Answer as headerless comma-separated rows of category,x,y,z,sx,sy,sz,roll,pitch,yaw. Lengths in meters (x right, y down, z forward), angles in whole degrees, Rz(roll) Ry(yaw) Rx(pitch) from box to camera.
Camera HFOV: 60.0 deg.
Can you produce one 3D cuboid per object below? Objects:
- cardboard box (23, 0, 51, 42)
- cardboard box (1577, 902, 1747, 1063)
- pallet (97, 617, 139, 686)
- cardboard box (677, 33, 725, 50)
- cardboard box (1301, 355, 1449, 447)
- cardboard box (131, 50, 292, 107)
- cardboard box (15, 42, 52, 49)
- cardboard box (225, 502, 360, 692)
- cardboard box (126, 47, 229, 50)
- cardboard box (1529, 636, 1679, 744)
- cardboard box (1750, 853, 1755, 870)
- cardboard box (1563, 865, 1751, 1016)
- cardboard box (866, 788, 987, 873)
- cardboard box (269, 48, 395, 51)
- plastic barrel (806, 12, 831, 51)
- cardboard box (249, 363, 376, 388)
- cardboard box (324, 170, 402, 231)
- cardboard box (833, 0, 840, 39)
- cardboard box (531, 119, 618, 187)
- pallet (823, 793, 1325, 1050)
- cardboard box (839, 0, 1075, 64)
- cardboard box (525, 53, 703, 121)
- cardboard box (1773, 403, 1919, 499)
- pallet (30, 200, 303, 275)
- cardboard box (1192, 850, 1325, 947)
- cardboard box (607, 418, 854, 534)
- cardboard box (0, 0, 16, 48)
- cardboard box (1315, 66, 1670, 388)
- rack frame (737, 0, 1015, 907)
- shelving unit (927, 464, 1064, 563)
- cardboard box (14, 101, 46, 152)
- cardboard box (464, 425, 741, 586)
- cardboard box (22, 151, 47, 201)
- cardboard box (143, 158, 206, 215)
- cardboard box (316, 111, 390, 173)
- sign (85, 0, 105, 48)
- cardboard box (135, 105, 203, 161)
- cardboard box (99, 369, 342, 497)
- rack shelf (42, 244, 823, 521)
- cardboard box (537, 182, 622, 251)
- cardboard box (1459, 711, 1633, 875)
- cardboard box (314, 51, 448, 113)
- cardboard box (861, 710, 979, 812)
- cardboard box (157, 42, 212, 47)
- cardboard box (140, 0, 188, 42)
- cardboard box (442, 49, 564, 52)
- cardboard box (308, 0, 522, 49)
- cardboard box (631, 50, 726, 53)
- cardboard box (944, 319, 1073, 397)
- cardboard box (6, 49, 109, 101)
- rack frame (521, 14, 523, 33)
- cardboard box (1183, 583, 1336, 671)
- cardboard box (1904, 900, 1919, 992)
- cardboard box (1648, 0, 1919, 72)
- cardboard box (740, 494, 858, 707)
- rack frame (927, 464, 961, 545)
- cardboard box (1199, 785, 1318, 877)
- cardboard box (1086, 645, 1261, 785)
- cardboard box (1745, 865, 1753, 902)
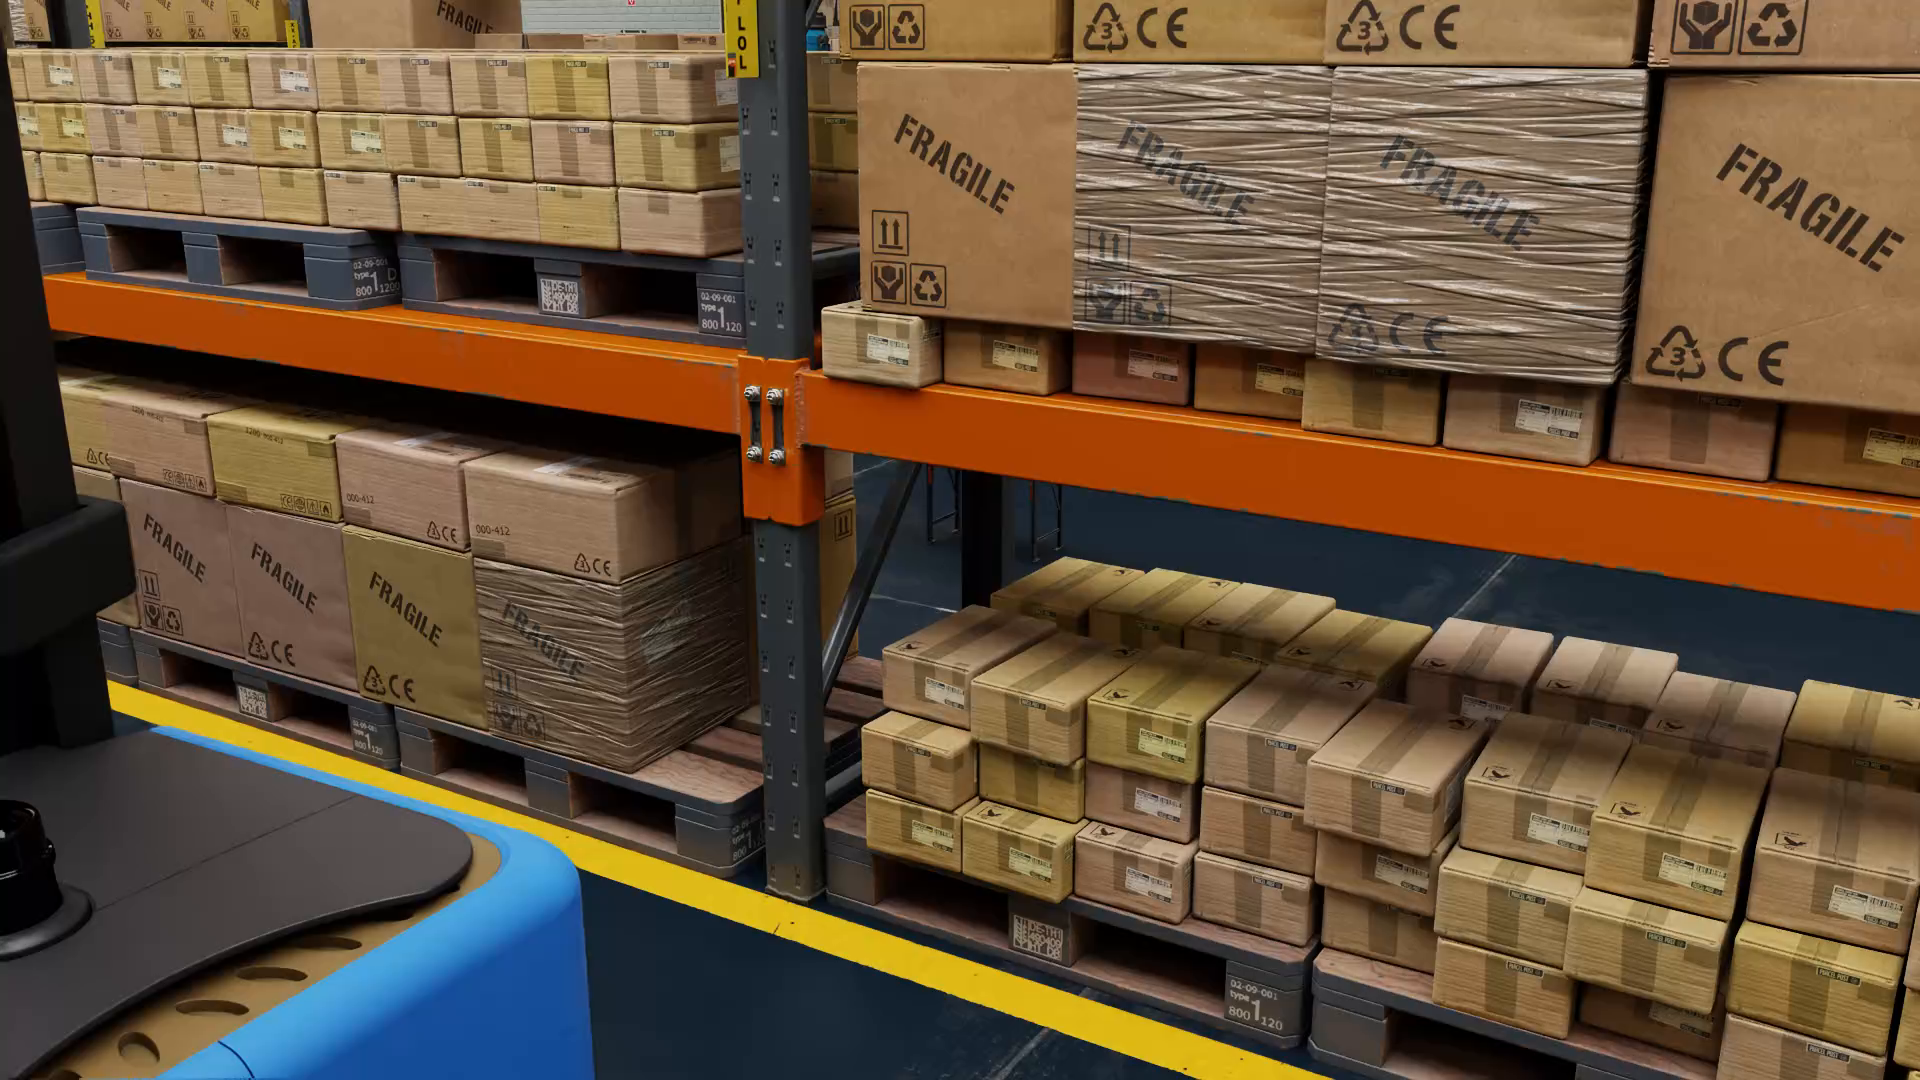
cardboard box,-6.953,-4.167,13.036,0.500,0.500,0.500,10,20,30
cardboard box,1.375,0.817,3.213,0.250,0.149,0.380,11,20,32
pallet,-2.902,0.156,6.006,1.213,0.211,1.003,10,20,30
cardboard box,-1.366,-2.832,10.149,0.500,0.500,0.500,8,18,23
cardboard box,0.835,-0.299,3.138,0.250,0.149,0.380,11,20,31
cardboard box,-2.153,-1.345,4.836,0.250,0.149,0.380,11,20,32
cardboard box,-7.247,-3.827,13.637,0.500,0.500,0.875,10,20,30
cardboard box,-1.792,0.098,4.975,0.500,0.500,0.500,10,19,29
cardboard box,-2.696,-1.663,5.883,0.250,0.149,0.380,10,19,29
cardboard box,1.431,0.359,3.698,0.250,0.149,0.380,9,19,28
cardboard box,1.564,0.568,3.520,0.250,0.149,0.380,11,20,33
cardboard box,1.302,0.697,3.095,0.250,0.149,0.380,10,20,31
cardboard box,-0.016,0.609,3.899,0.250,0.149,0.380,9,19,28
cardboard box,-2.041,-1.546,5.495,0.250,0.149,0.380,10,20,30
plastic barrel,-1.531,-4.452,15.514,0.708,0.901,0.600,10,20,30
cardboard box,-1.986,-0.467,5.546,0.500,0.250,0.500,11,20,31
cardboard box,-1.487,-0.938,4.519,0.250,0.149,0.380,9,19,28
cardboard box,-1.197,-6.612,21.083,0.500,0.500,0.700,10,20,30
cardboard box,-0.826,-0.964,4.091,0.250,0.149,0.380,10,20,30
pallet,0.433,0.738,4.088,1.213,0.211,1.003,10,20,30
cardboard box,0.099,-1.229,3.362,0.500,0.500,0.500,11,20,31
cardboard box,-0.832,-1.108,4.055,0.250,0.149,0.380,9,19,28
cardboard box,1.538,-0.194,2.793,0.250,0.149,0.380,11,20,31
pallet,-2.904,-1.124,5.751,1.003,0.211,1.213,10,20,30
cardboard box,0.692,0.700,3.597,0.250,0.149,0.380,10,19,29
cardboard box,-0.650,-0.231,4.769,0.500,0.250,0.500,9,19,28
cardboard box,-3.944,-1.895,6.066,0.500,0.500,0.700,10,20,30
cardboard box,0.968,-0.583,2.955,0.500,0.500,0.500,10,19,29
rack frame,-0.158,-0.689,3.990,0.127,3.000,1.000,10,20,30
shelving unit,0.141,-0.549,6.624,0.503,1.200,0.258,10,20,30
cardboard box,-2.799,-1.317,5.254,0.250,0.149,0.380,9,19,28
cardboard box,-0.925,-0.104,4.350,0.500,0.250,0.500,10,19,29
cardboard box,-2.832,-1.179,5.311,0.250,0.149,0.380,11,20,33
cardboard box,-2.160,-1.059,4.918,0.250,0.149,0.380,10,20,31
cardboard box,-1.492,-1.083,4.483,0.250,0.149,0.380,9,19,27
sign,-3.291,-1.950,6.283,0.005,0.325,0.100,10,20,30
cardboard box,-2.162,-1.202,4.876,0.250,0.149,0.380,10,20,30
cardboard box,-2.259,-0.341,5.131,0.500,0.250,0.500,10,20,30
rack shelf,-1.862,-0.649,5.096,4.000,0.370,1.077,10,20,30
cardboard box,-0.822,-0.821,4.132,0.250,0.149,0.380,10,20,30
cardboard box,1.156,0.490,3.268,0.250,0.149,0.380,9,19,28
cardboard box,-1.482,-1.226,4.443,0.250,0.149,0.380,9,19,28
cardboard box,-0.017,0.466,3.858,0.250,0.149,0.380,11,20,33
cardboard box,-5.531,-3.529,12.655,0.500,0.500,0.875,10,20,30
cardboard box,-5.673,-3.940,12.288,0.500,0.500,0.500,10,20,30
cardboard box,-1.355,-1.425,5.098,0.250,0.149,0.380,11,20,32
cardboard box,-3.690,-3.452,11.329,1.000,1.000,1.000,10,20,30
cardboard box,-0.711,-1.309,4.716,0.250,0.149,0.380,10,20,31
cardboard box,0.171,-0.424,3.549,0.250,0.149,0.380,11,20,32
cardboard box,-2.837,-1.466,5.234,0.250,0.149,0.380,10,20,30
rack frame,-5.110,-4.954,18.031,0.127,3.000,1.000,10,20,30
cardboard box,0.736,0.244,4.076,0.250,0.149,0.380,10,20,30
cardboard box,1.750,0.637,2.782,0.250,0.149,0.380,11,20,32
cardboard box,1.398,-0.991,2.579,0.500,0.500,0.500,9,19,28
cardboard box,-0.649,0.128,4.879,0.500,0.500,0.500,11,20,32
rack frame,-0.067,-0.586,6.746,0.015,1.200,0.240,10,20,30
cardboard box,0.701,0.552,3.574,0.250,0.149,0.380,9,19,27
cardboard box,0.472,0.376,3.643,0.250,0.149,0.380,10,19,29
cardboard box,1.646,0.691,3.627,0.250,0.149,0.380,10,20,30
